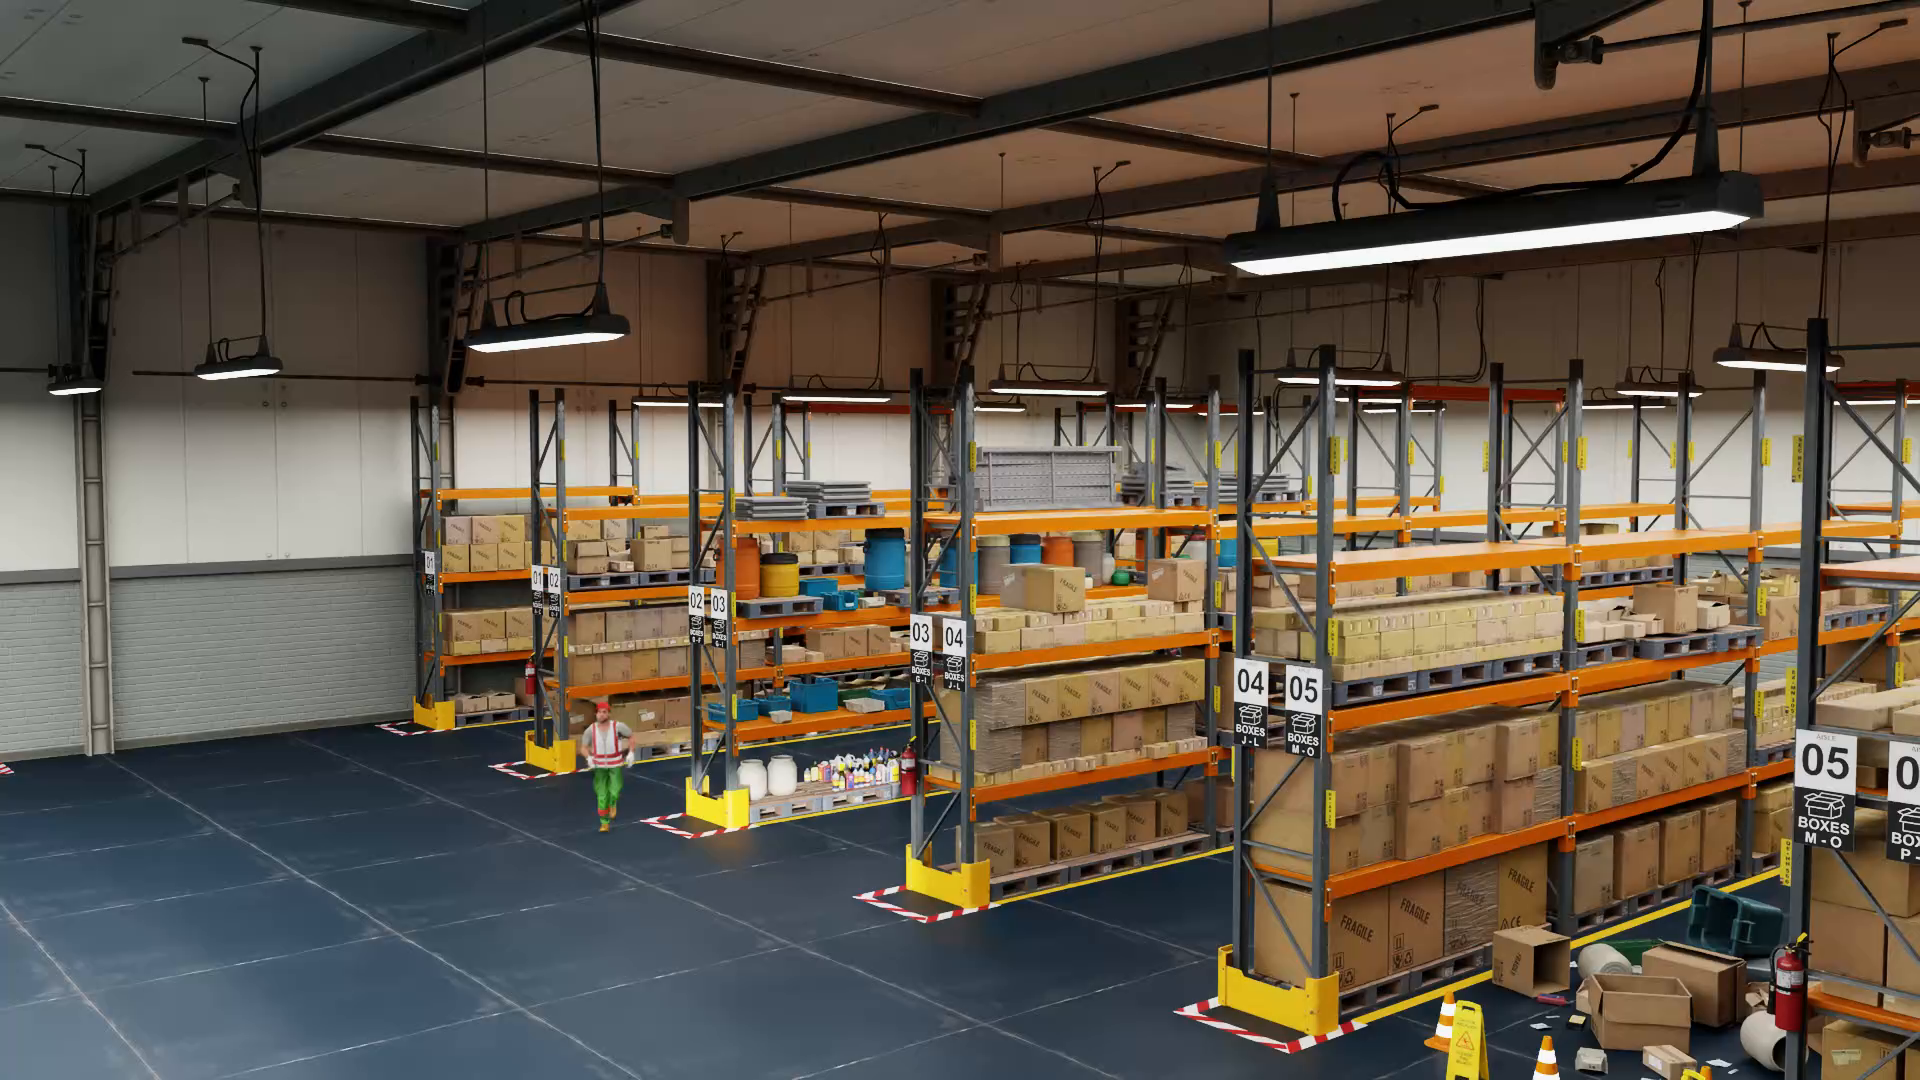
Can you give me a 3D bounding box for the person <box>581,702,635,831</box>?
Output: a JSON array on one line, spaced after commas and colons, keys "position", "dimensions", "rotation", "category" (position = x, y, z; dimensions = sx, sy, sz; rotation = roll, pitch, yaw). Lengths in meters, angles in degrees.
[{"position": [-4.649, 3.000, 21.937], "dimensions": [0.699, 1.742, 0.656], "rotation": [0, 3, -7], "category": "person"}]
